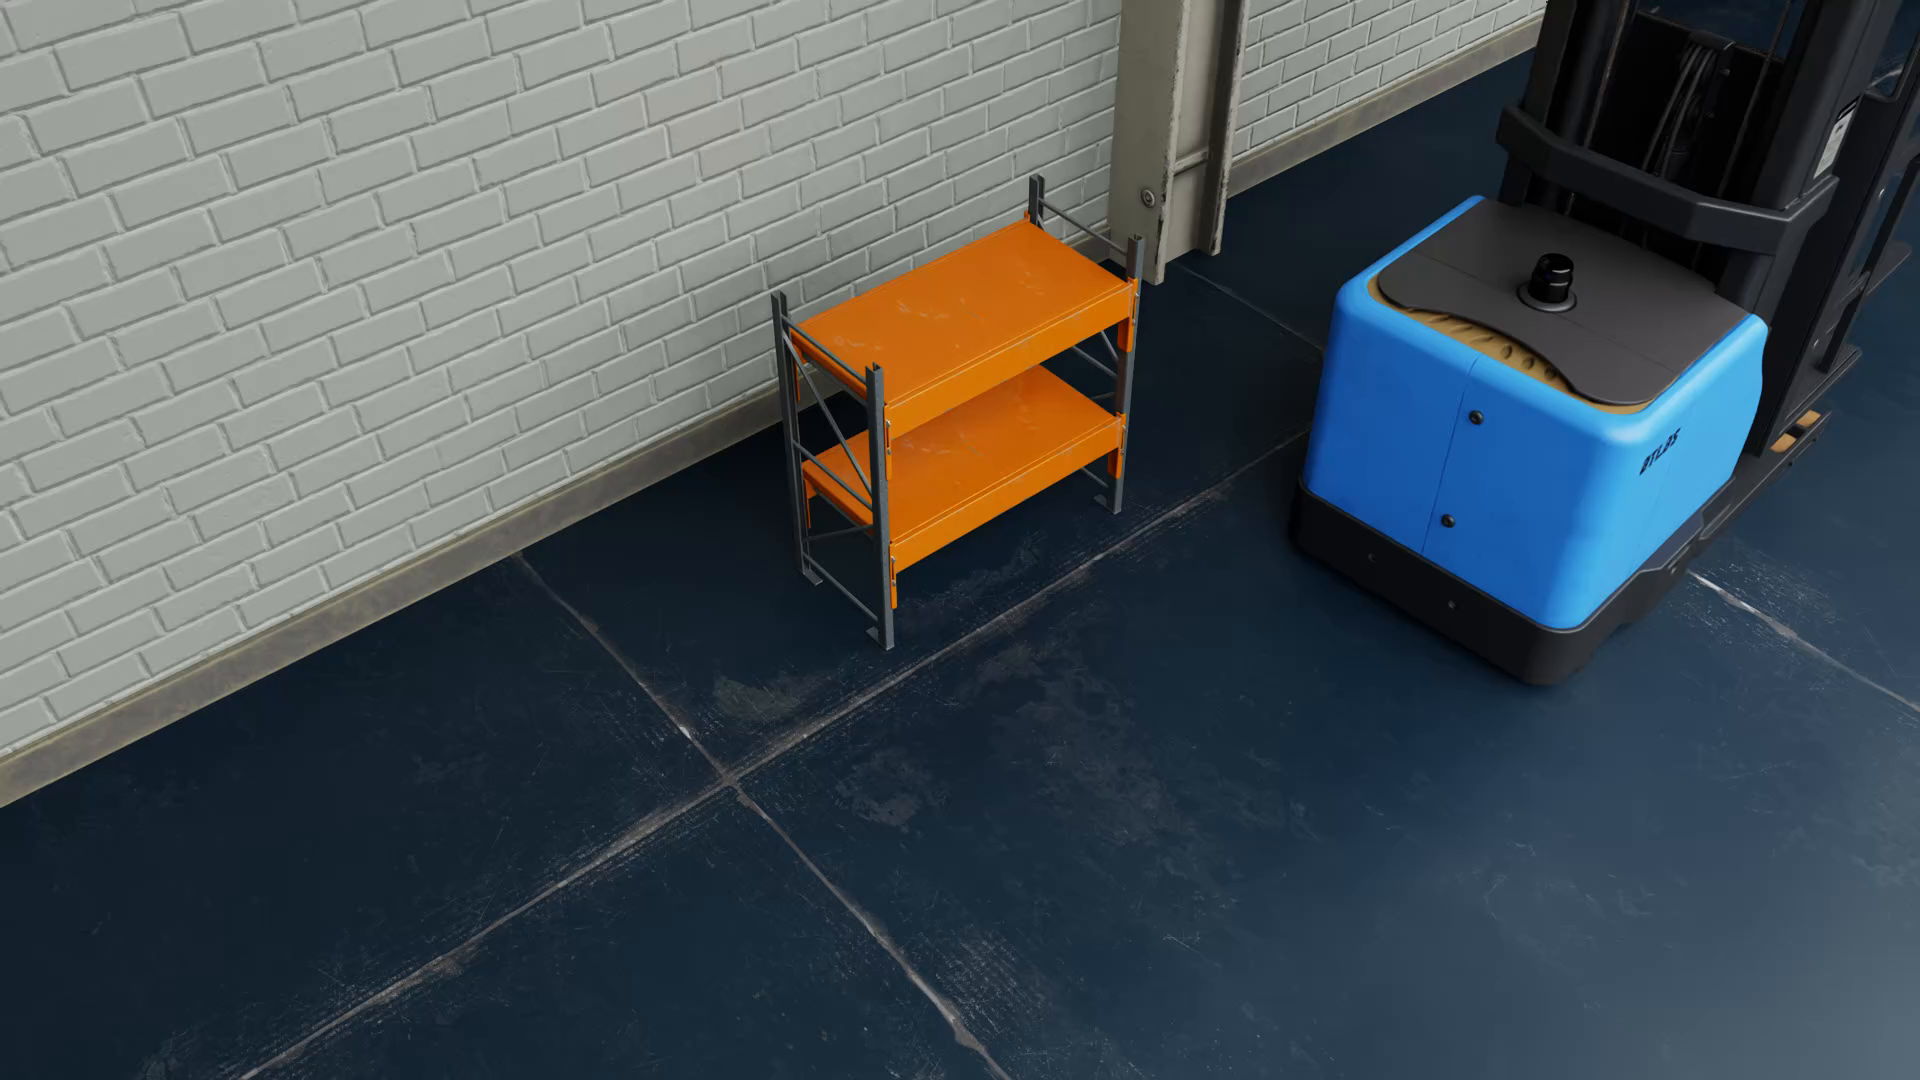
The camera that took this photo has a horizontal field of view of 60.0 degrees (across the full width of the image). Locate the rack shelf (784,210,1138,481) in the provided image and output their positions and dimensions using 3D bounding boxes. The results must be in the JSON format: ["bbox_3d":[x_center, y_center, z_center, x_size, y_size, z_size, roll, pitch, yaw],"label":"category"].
[{"bbox_3d":[0.005,-0.626,5.168,1.000,0.278,0.538,-30,51,-28],"label":"rack shelf"}]

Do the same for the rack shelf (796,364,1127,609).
[{"bbox_3d":[0.005,-0.235,5.535,1.000,0.278,0.538,-30,51,-28],"label":"rack shelf"}]

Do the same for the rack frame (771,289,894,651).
[{"bbox_3d":[-0.385,-0.190,5.130,0.032,1.125,0.500,-30,51,-28],"label":"rack frame"}]

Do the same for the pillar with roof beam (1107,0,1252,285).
[{"bbox_3d":[3.619,-2.237,1.558,0.400,9.000,9.100,-30,51,-28],"label":"pillar with roof beam"}]

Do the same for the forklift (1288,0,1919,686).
[{"bbox_3d":[2.517,-1.518,5.225,3.031,2.935,1.130,-34,53,-31],"label":"forklift"}]

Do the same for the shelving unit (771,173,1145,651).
[{"bbox_3d":[0.005,-0.413,5.368,1.048,1.125,0.538,-30,51,-28],"label":"shelving unit"}]

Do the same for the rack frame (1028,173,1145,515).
[{"bbox_3d":[0.395,-0.636,5.606,0.032,1.125,0.500,-30,51,-28],"label":"rack frame"}]
